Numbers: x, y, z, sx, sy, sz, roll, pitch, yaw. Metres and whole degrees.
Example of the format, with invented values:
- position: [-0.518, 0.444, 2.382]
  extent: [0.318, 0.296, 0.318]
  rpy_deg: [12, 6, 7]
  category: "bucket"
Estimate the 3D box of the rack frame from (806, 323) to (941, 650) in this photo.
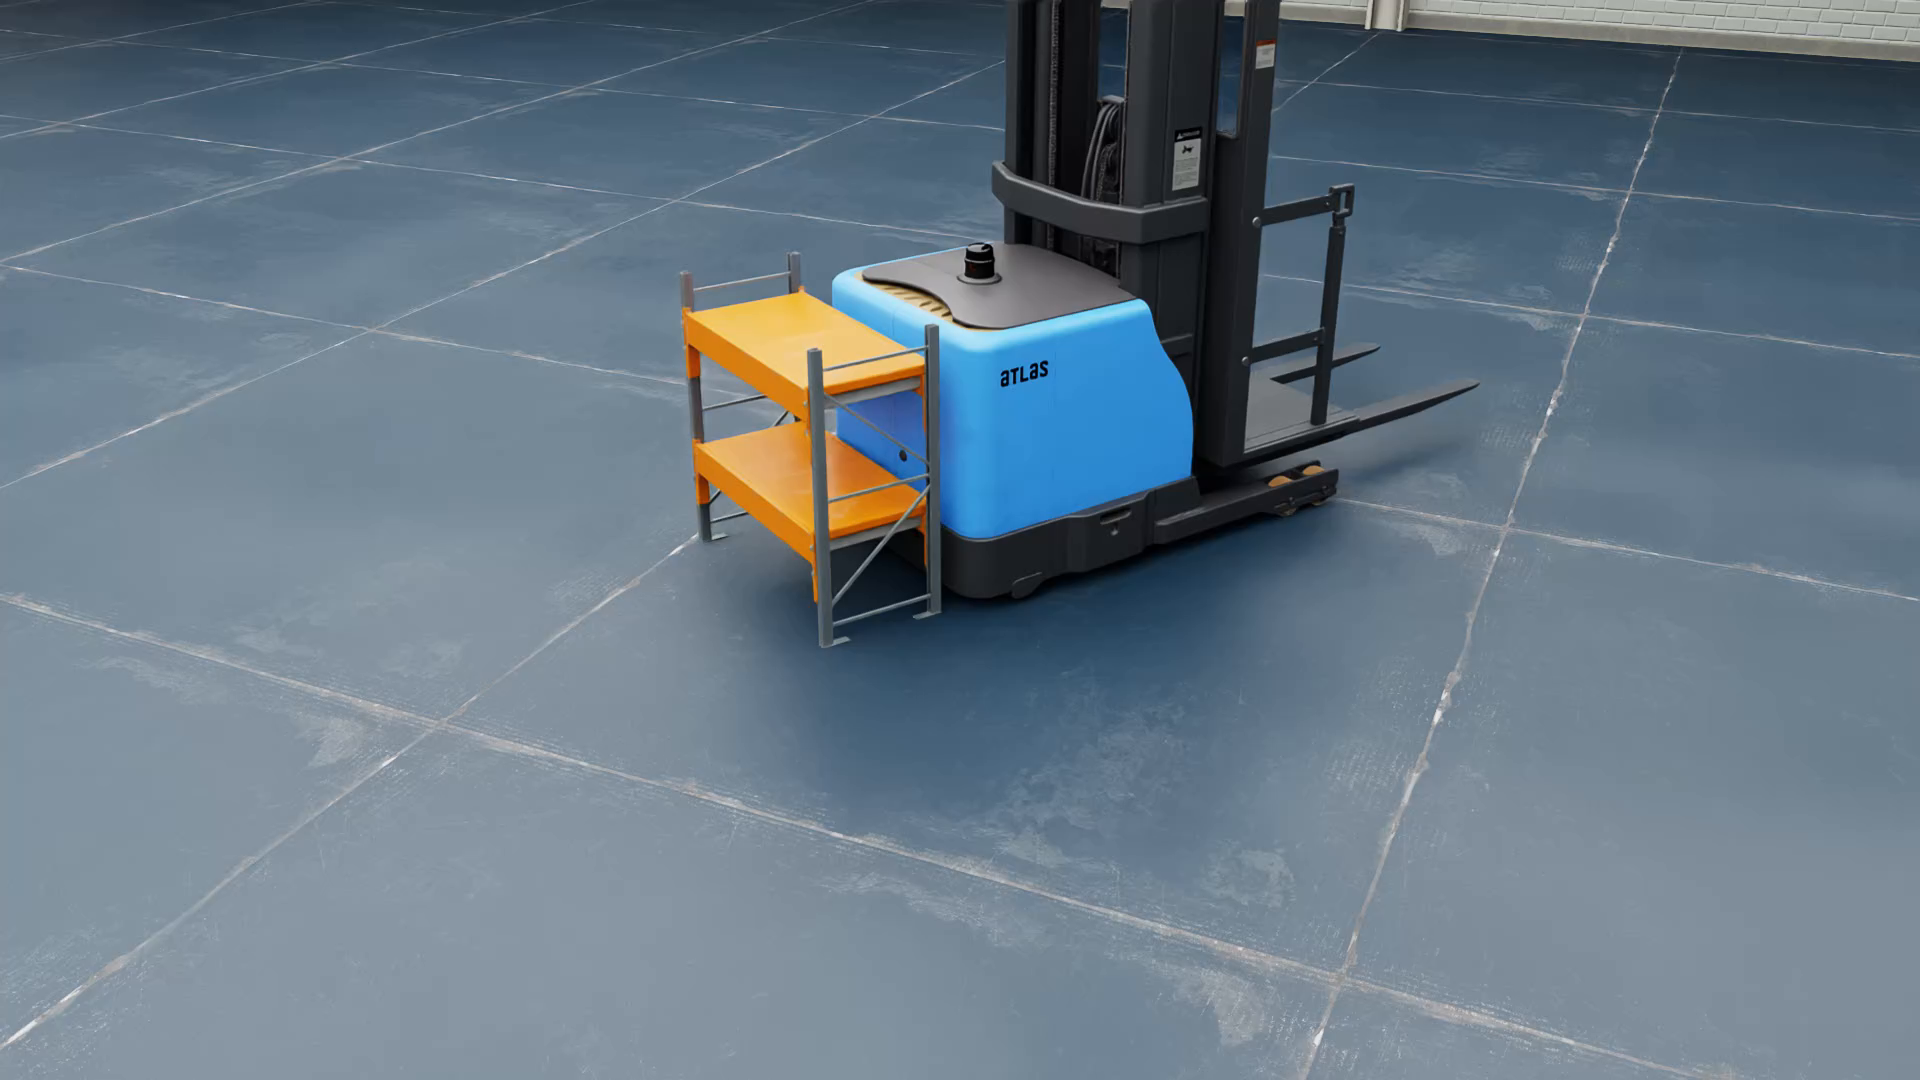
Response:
- position: [-0.288, -0.178, 5.838]
  extent: [0.500, 1.125, 0.032]
  rpy_deg: [-16, 30, -29]
  category: "rack frame"

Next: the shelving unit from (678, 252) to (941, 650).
- position: [-0.564, -0.367, 6.221]
  extent: [0.538, 1.125, 1.048]
  rpy_deg: [-16, 30, -29]
  category: "shelving unit"

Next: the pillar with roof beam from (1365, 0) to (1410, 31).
- position: [2.835, -7.857, 12.520]
  extent: [0.400, 9.000, 9.100]
  rpy_deg: [11, 28, 22]
  category: "pillar with roof beam"

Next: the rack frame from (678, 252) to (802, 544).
- position: [-0.839, -0.555, 6.604]
  extent: [0.500, 1.125, 0.032]
  rpy_deg: [-16, 30, -29]
  category: "rack frame"

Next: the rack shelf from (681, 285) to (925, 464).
- position: [-0.564, -0.629, 6.092]
  extent: [0.538, 0.278, 1.000]
  rpy_deg: [-16, 30, -29]
  category: "rack shelf"

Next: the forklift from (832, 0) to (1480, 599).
- position: [0.989, -1.587, 6.655]
  extent: [3.031, 2.935, 1.130]
  rpy_deg: [-17, 31, -31]
  category: "forklift"

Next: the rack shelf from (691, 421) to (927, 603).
- position: [-0.564, -0.147, 6.329]
  extent: [0.538, 0.278, 1.000]
  rpy_deg: [-16, 30, -29]
  category: "rack shelf"
